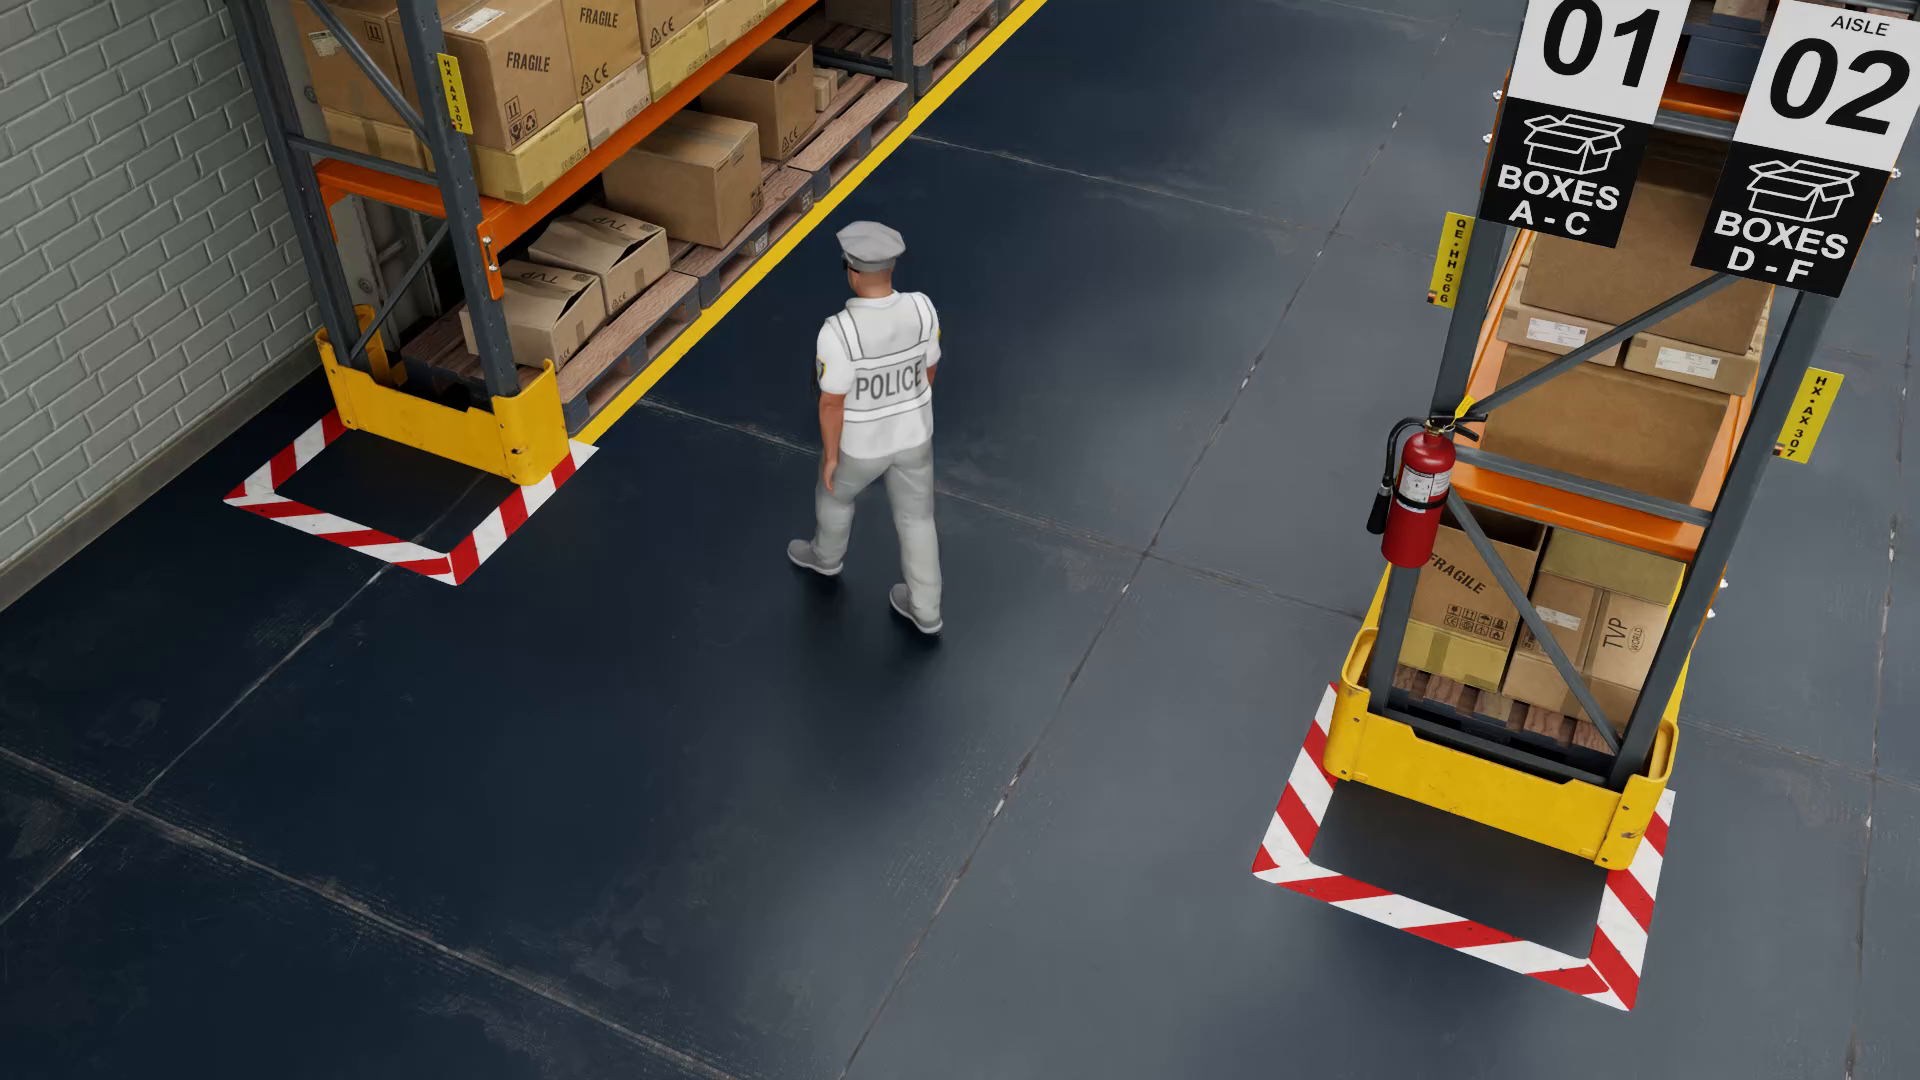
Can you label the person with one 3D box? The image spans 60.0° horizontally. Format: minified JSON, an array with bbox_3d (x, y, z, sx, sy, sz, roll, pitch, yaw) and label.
[{"bbox_3d":[-0.352,-0.439,6.666,0.581,1.744,0.832,-17,44,-18],"label":"person"}]
